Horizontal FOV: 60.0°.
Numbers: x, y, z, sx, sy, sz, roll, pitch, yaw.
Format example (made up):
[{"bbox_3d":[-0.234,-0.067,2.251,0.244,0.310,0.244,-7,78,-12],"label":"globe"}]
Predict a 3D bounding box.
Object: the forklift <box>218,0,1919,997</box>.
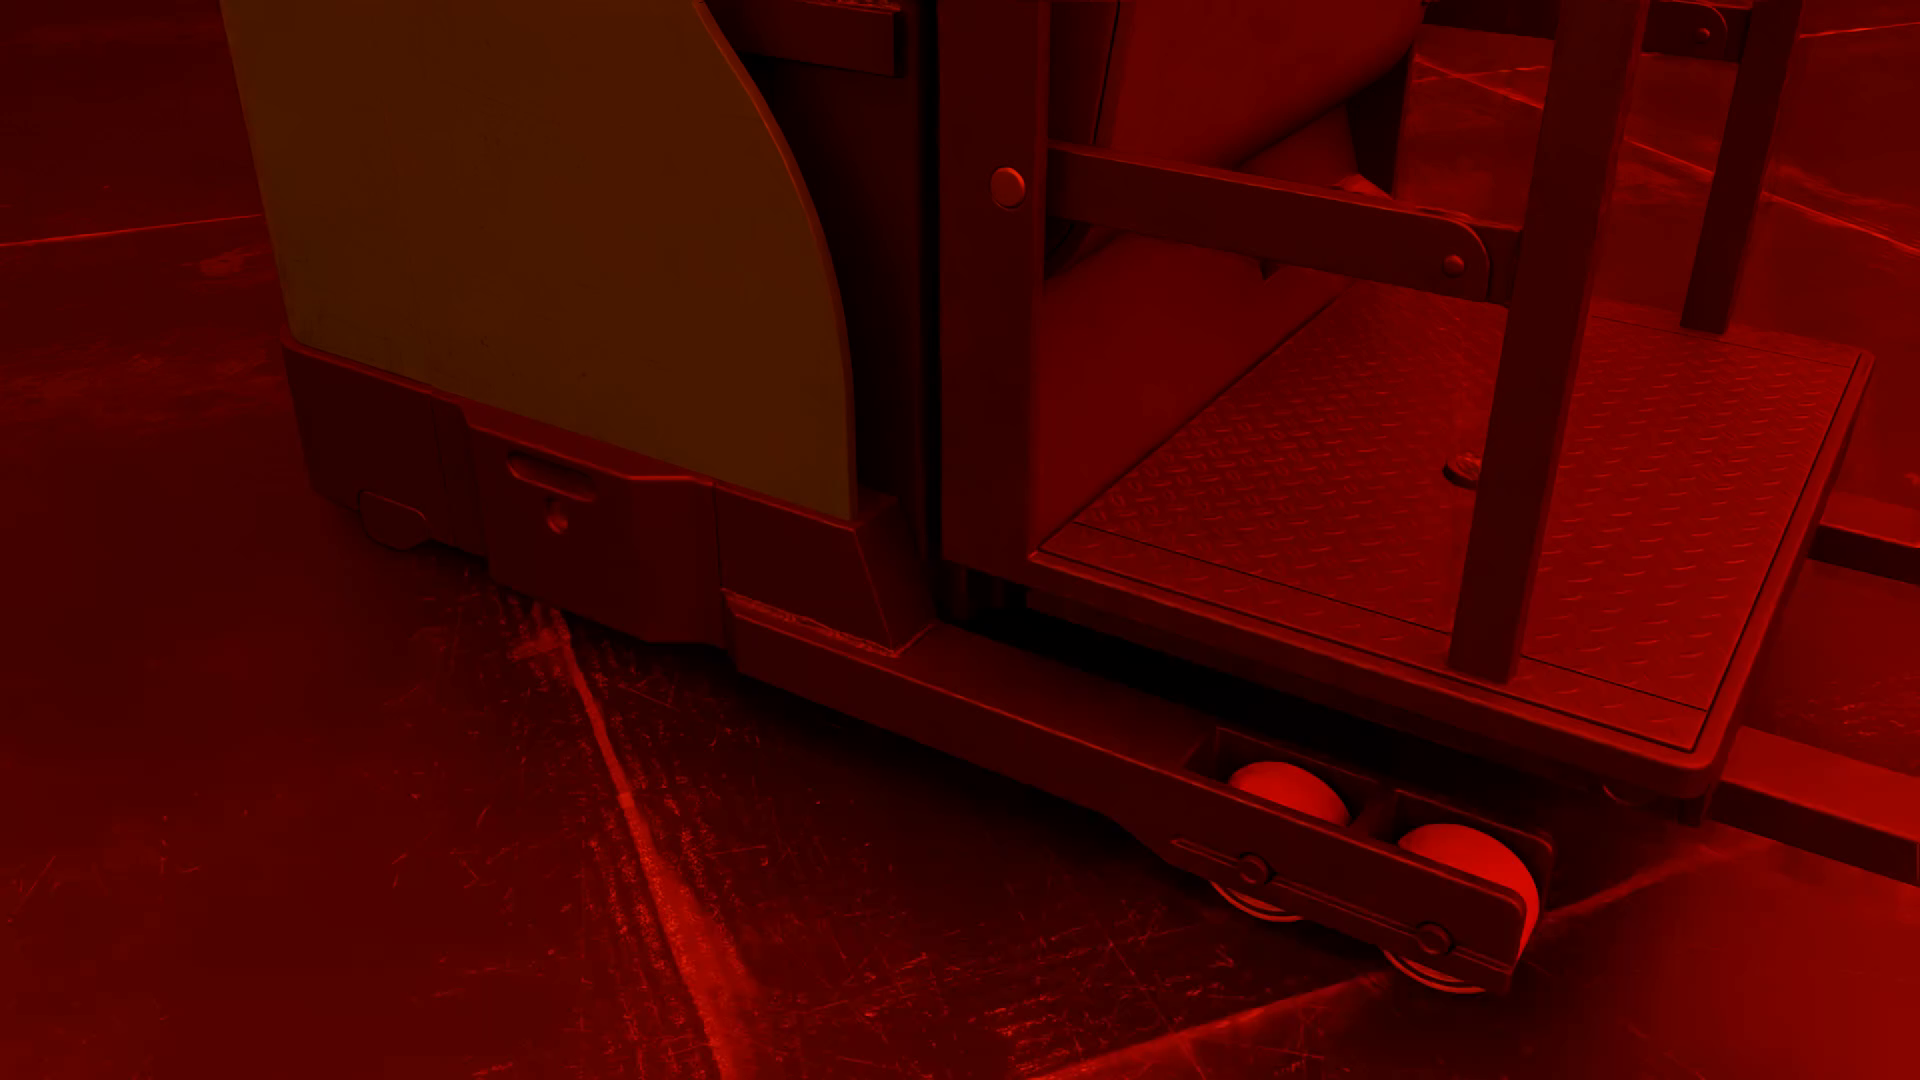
[{"bbox_3d":[0.531,-1.116,1.497,3.031,2.935,1.130,18,34,28],"label":"forklift"}]
